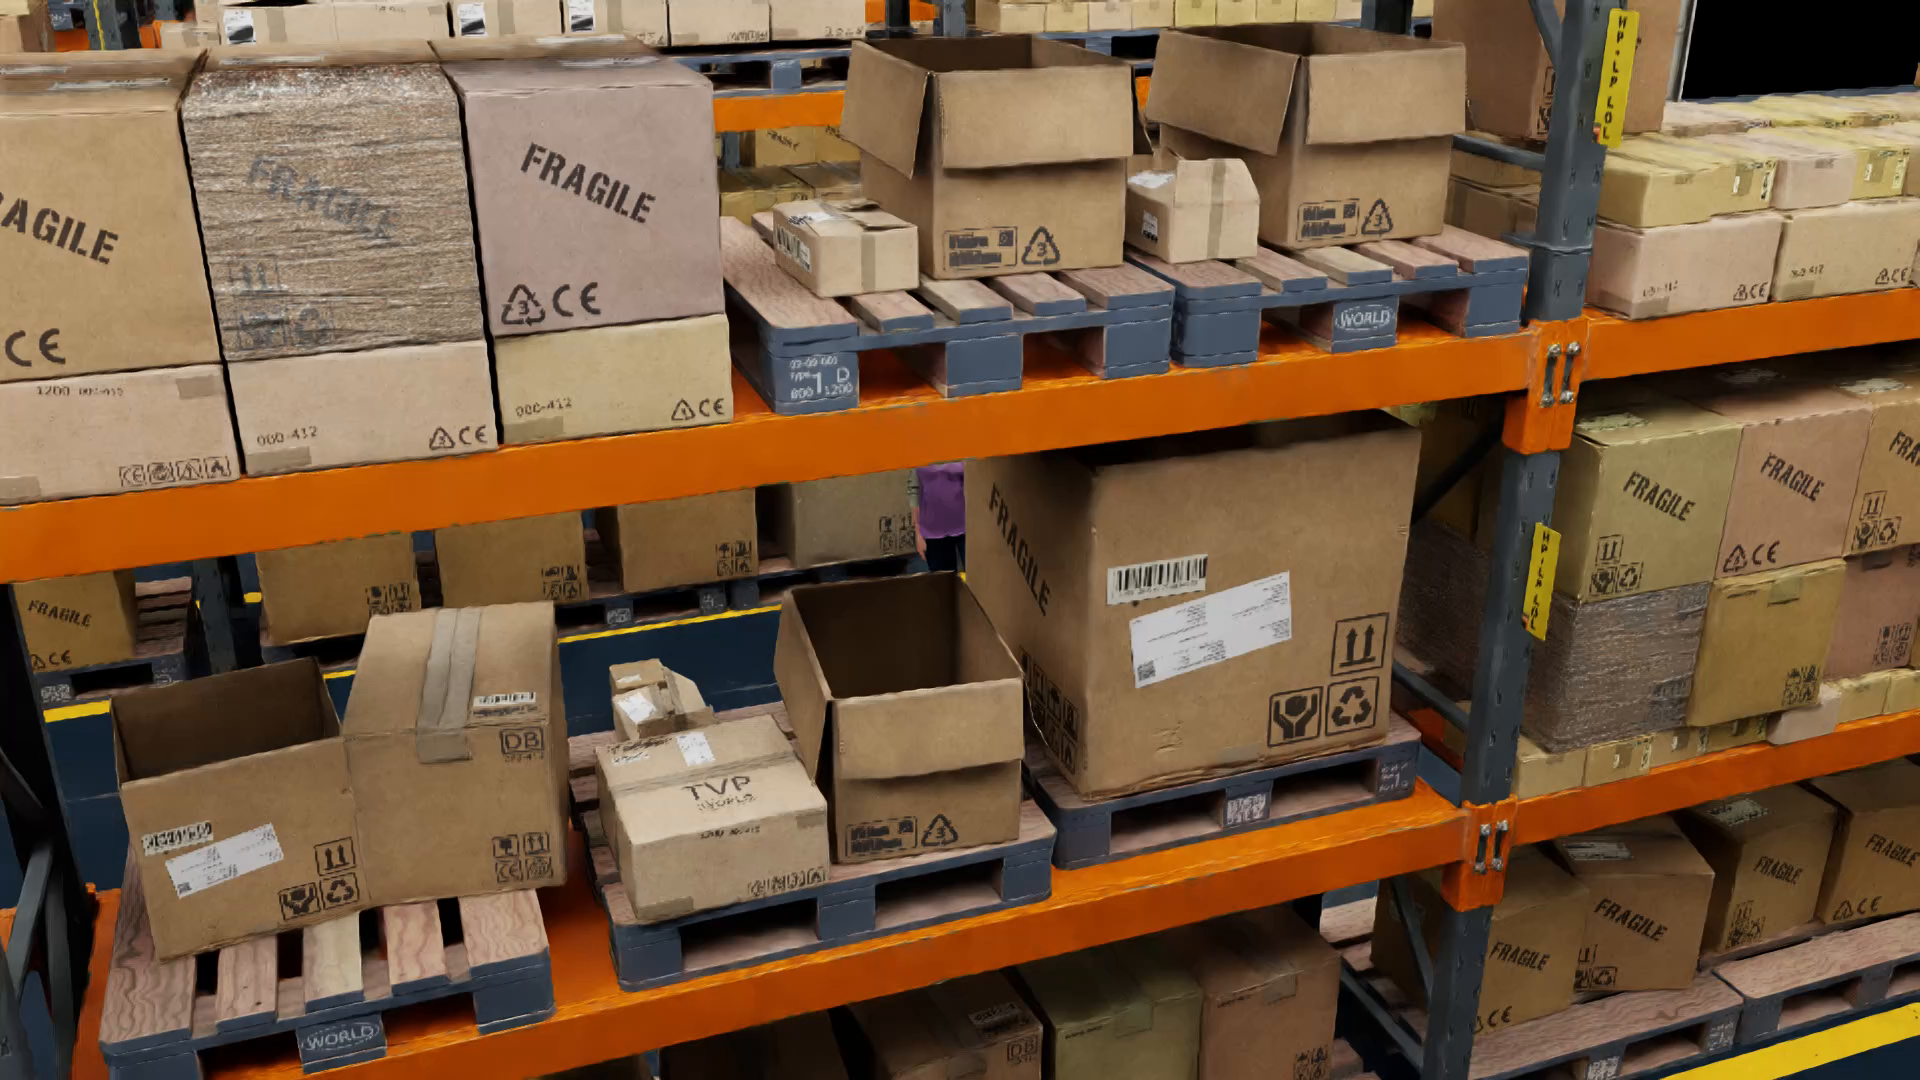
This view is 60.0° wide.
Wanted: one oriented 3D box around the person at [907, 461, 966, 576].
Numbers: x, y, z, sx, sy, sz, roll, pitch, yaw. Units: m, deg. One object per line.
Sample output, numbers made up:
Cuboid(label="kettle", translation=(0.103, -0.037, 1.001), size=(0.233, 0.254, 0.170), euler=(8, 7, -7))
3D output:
Cuboid(label="person", translation=(-0.022, -0.031, 8.333), size=(0.499, 1.589, 0.404), euler=(5, 23, 12))
